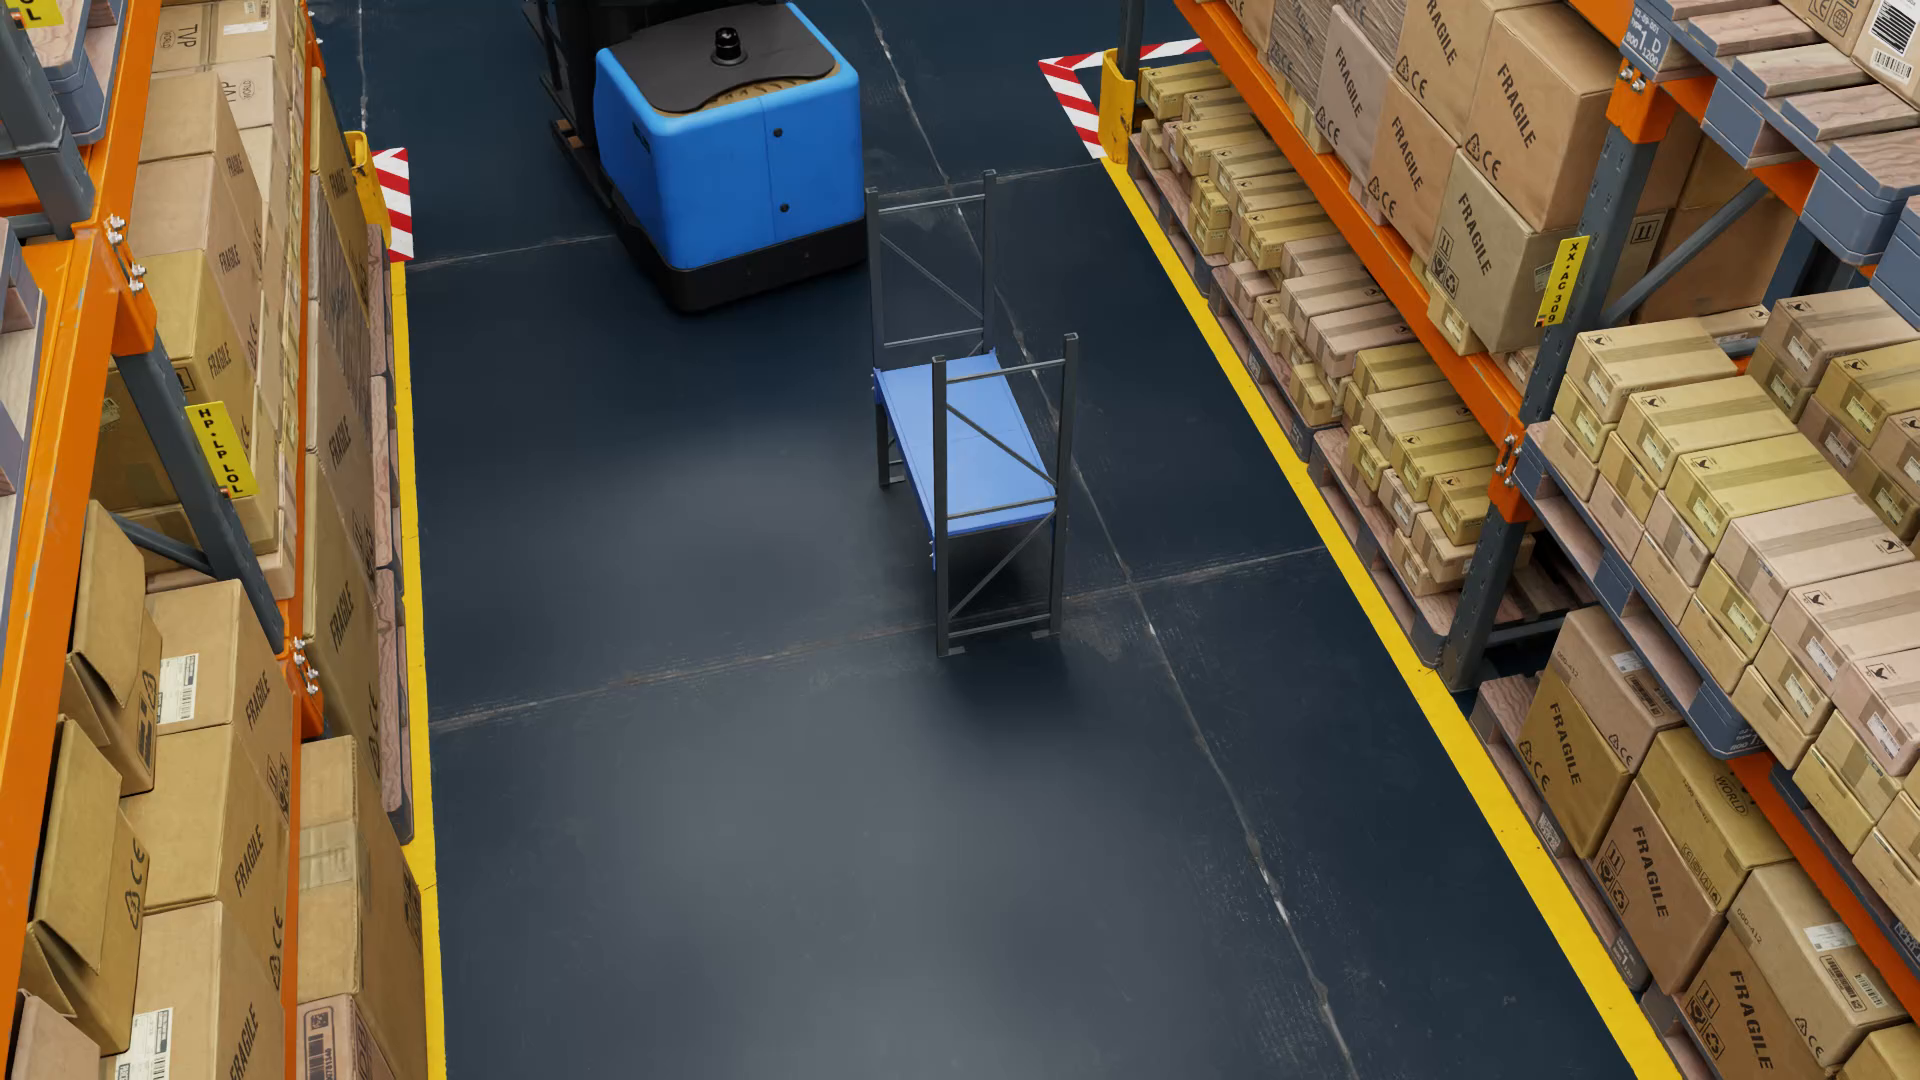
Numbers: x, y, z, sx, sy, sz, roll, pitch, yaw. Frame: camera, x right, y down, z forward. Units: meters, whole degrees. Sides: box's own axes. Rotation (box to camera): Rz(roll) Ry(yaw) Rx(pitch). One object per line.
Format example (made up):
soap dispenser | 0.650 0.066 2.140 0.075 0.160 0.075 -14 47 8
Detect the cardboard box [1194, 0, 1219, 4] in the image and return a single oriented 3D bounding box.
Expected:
cardboard box | 1.222 -2.613 7.637 0.380 0.149 0.250 -12 47 -11

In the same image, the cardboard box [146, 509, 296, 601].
cardboard box | -2.217 0.074 5.004 0.380 0.149 0.250 -11 47 -10

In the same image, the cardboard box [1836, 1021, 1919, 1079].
cardboard box | 2.699 1.516 4.346 0.500 0.250 0.500 -10 46 -9

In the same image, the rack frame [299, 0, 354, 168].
rack frame | -3.487 -2.511 7.361 1.000 3.000 0.127 -11 47 -10

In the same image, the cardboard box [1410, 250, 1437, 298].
cardboard box | 1.877 -1.006 6.063 0.380 0.149 0.250 -9 46 -9

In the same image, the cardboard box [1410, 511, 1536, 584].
cardboard box | 1.970 0.001 6.393 0.380 0.149 0.250 -10 46 -10

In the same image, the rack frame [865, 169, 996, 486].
rack frame | -0.108 -0.817 6.751 0.500 1.500 0.032 -11 47 -10

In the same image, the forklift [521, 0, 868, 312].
forklift | -1.578 -3.175 8.060 1.130 2.935 3.031 -21 49 -19

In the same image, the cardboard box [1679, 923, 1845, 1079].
cardboard box | 2.575 1.424 4.961 0.500 0.500 0.500 -10 46 -10

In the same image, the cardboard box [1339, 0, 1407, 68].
cardboard box | 1.721 -2.062 5.943 0.500 0.500 0.500 -10 46 -9

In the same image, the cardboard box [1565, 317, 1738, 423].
cardboard box | 2.014 -0.498 4.854 0.380 0.149 0.250 -9 46 -8

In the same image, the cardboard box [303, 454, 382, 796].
cardboard box | -2.554 0.377 5.725 0.875 0.875 0.875 -11 47 -10

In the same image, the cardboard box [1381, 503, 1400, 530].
cardboard box | 1.943 -0.139 6.738 0.380 0.149 0.250 -10 46 -9

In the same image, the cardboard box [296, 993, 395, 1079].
cardboard box | -2.050 1.902 4.230 1.225 0.875 0.875 -12 47 -12

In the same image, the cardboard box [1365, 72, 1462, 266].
cardboard box | 1.829 -1.367 5.961 0.500 0.500 0.500 -12 47 -11

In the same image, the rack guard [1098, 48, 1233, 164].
rack guard | 1.353 -2.421 9.023 1.175 0.500 0.348 -11 47 -10

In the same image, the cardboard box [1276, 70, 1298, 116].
cardboard box | 1.549 -1.909 6.947 0.380 0.149 0.250 -9 46 -9

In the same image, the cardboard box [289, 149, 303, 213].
cardboard box | -2.747 -1.354 6.403 0.380 0.149 0.250 -11 47 -10

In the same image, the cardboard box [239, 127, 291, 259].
cardboard box | -2.709 -1.216 5.989 0.500 0.250 0.500 -11 47 -10

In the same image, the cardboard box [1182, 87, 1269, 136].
cardboard box | 1.327 -2.113 8.257 0.380 0.149 0.250 -10 46 -10

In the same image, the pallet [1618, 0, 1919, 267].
pallet | 2.413 -1.125 4.034 1.213 0.211 1.003 -11 47 -10

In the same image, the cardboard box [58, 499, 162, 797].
cardboard box | -2.291 0.304 3.830 0.797 0.503 0.637 -12 47 -11

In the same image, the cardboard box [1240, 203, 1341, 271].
cardboard box | 1.496 -1.377 7.535 0.380 0.149 0.250 -10 46 -10

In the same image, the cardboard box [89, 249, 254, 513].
cardboard box | -2.338 -0.441 4.704 0.500 0.500 0.500 -11 47 -10

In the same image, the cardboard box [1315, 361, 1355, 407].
cardboard box | 1.750 -0.729 7.109 0.380 0.149 0.250 -10 46 -9

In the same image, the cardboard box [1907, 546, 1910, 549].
cardboard box | 2.844 0.117 4.667 0.380 0.149 0.250 -13 47 -12

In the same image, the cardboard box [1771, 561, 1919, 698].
cardboard box | 2.282 0.221 4.150 0.380 0.149 0.250 -11 47 -11

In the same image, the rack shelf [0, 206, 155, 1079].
rack shelf | -1.951 0.833 2.487 1.077 0.370 4.000 -11 47 -10

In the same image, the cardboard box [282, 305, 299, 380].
cardboard box | -2.487 -0.647 5.711 0.380 0.149 0.250 -11 47 -11

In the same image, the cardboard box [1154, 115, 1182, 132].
cardboard box | 1.220 -2.193 8.543 0.380 0.149 0.250 -9 46 -9

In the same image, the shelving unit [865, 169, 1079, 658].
shelving unit | 0.022 -0.466 6.407 0.538 1.500 1.048 -11 47 -10

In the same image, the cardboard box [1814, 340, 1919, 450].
cardboard box | 2.719 -0.427 4.784 0.380 0.149 0.250 -12 47 -12

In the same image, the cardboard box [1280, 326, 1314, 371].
cardboard box | 1.661 -0.851 7.437 0.380 0.149 0.250 -10 46 -10

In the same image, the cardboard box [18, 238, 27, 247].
cardboard box | -2.963 -0.679 4.937 0.500 0.500 0.500 -10 46 -10

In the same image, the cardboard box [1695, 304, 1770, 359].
cardboard box | 2.602 -0.754 5.815 0.380 0.149 0.250 -9 46 -9

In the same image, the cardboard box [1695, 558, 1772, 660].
cardboard box | 2.216 0.143 4.434 0.380 0.149 0.250 -13 47 -12

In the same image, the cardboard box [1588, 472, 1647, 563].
cardboard box | 2.091 -0.099 4.879 0.380 0.149 0.250 -10 46 -10

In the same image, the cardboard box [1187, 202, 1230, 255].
cardboard box | 1.335 -1.544 8.116 0.380 0.149 0.250 -10 46 -10

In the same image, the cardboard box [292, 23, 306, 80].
cardboard box | -3.009 -2.058 7.093 0.380 0.149 0.250 -10 46 -10

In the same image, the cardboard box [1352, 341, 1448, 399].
cardboard box | 1.850 -0.675 6.847 0.380 0.149 0.250 -9 46 -9

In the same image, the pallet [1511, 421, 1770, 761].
pallet | 2.413 0.035 5.001 1.003 0.211 1.213 -11 47 -10

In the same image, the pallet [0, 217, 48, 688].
pallet | -2.180 -0.108 3.040 0.805 0.209 1.217 -12 47 -12

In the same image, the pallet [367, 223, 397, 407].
pallet | -3.206 -0.997 7.830 1.003 0.211 1.213 -11 47 -10

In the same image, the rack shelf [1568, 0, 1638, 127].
rack shelf | 1.846 -2.765 6.014 1.077 0.370 4.000 -11 47 -10

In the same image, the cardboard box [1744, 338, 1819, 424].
cardboard box | 2.651 -0.511 5.075 0.380 0.149 0.250 -9 46 -9

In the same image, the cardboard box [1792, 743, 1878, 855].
cardboard box | 2.354 0.611 4.183 0.380 0.149 0.250 -11 47 -11

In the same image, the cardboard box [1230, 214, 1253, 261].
cardboard box | 1.504 -1.478 7.842 0.380 0.149 0.250 -13 47 -12
